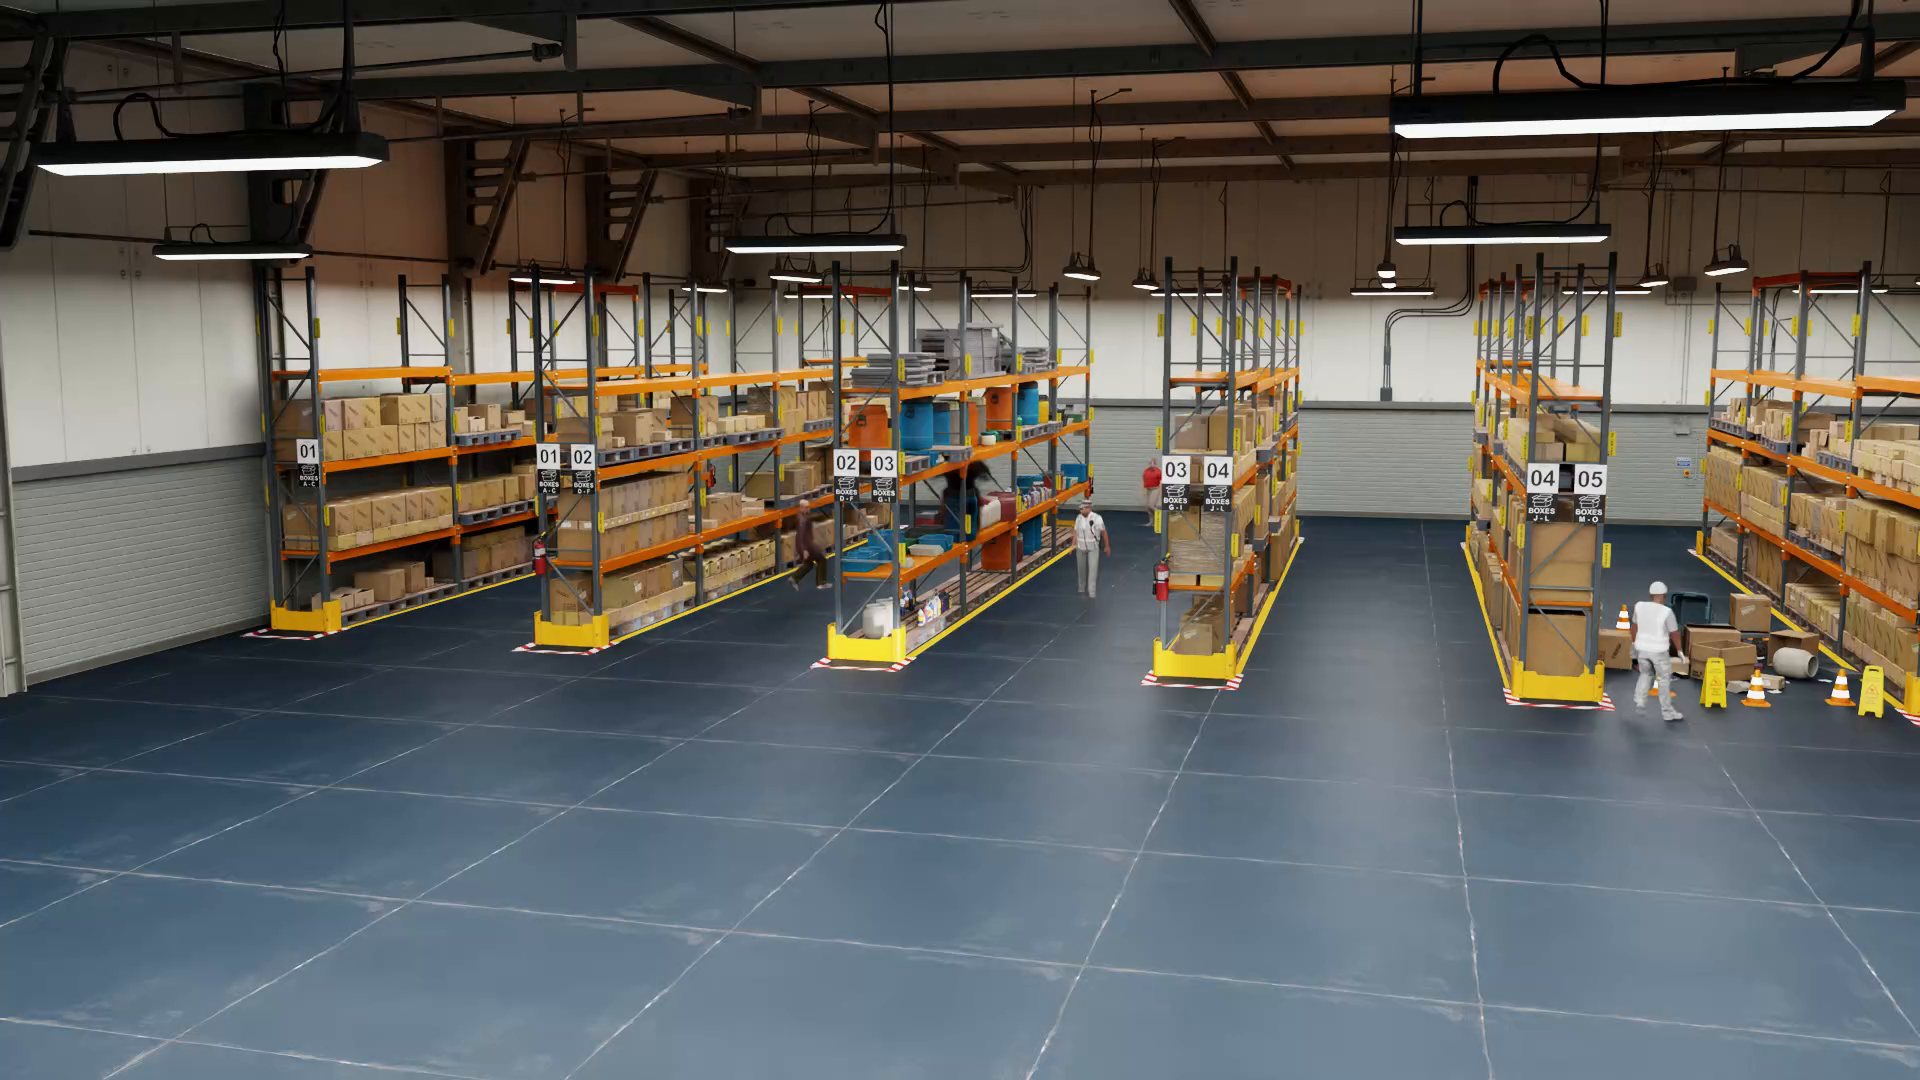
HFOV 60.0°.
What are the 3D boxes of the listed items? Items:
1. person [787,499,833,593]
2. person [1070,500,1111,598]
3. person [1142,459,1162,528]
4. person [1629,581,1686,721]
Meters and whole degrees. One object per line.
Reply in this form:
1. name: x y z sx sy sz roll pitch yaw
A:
1. person: -2.693 0.106 30.064 0.907 1.721 0.541 -4 8 -26
2. person: 2.298 0.138 29.338 0.720 1.695 1.008 1 7 7
3. person: 4.828 -1.174 41.978 0.466 1.765 0.528 -4 8 -31
4. person: 8.951 1.411 21.313 0.596 1.775 0.680 -5 9 -33
